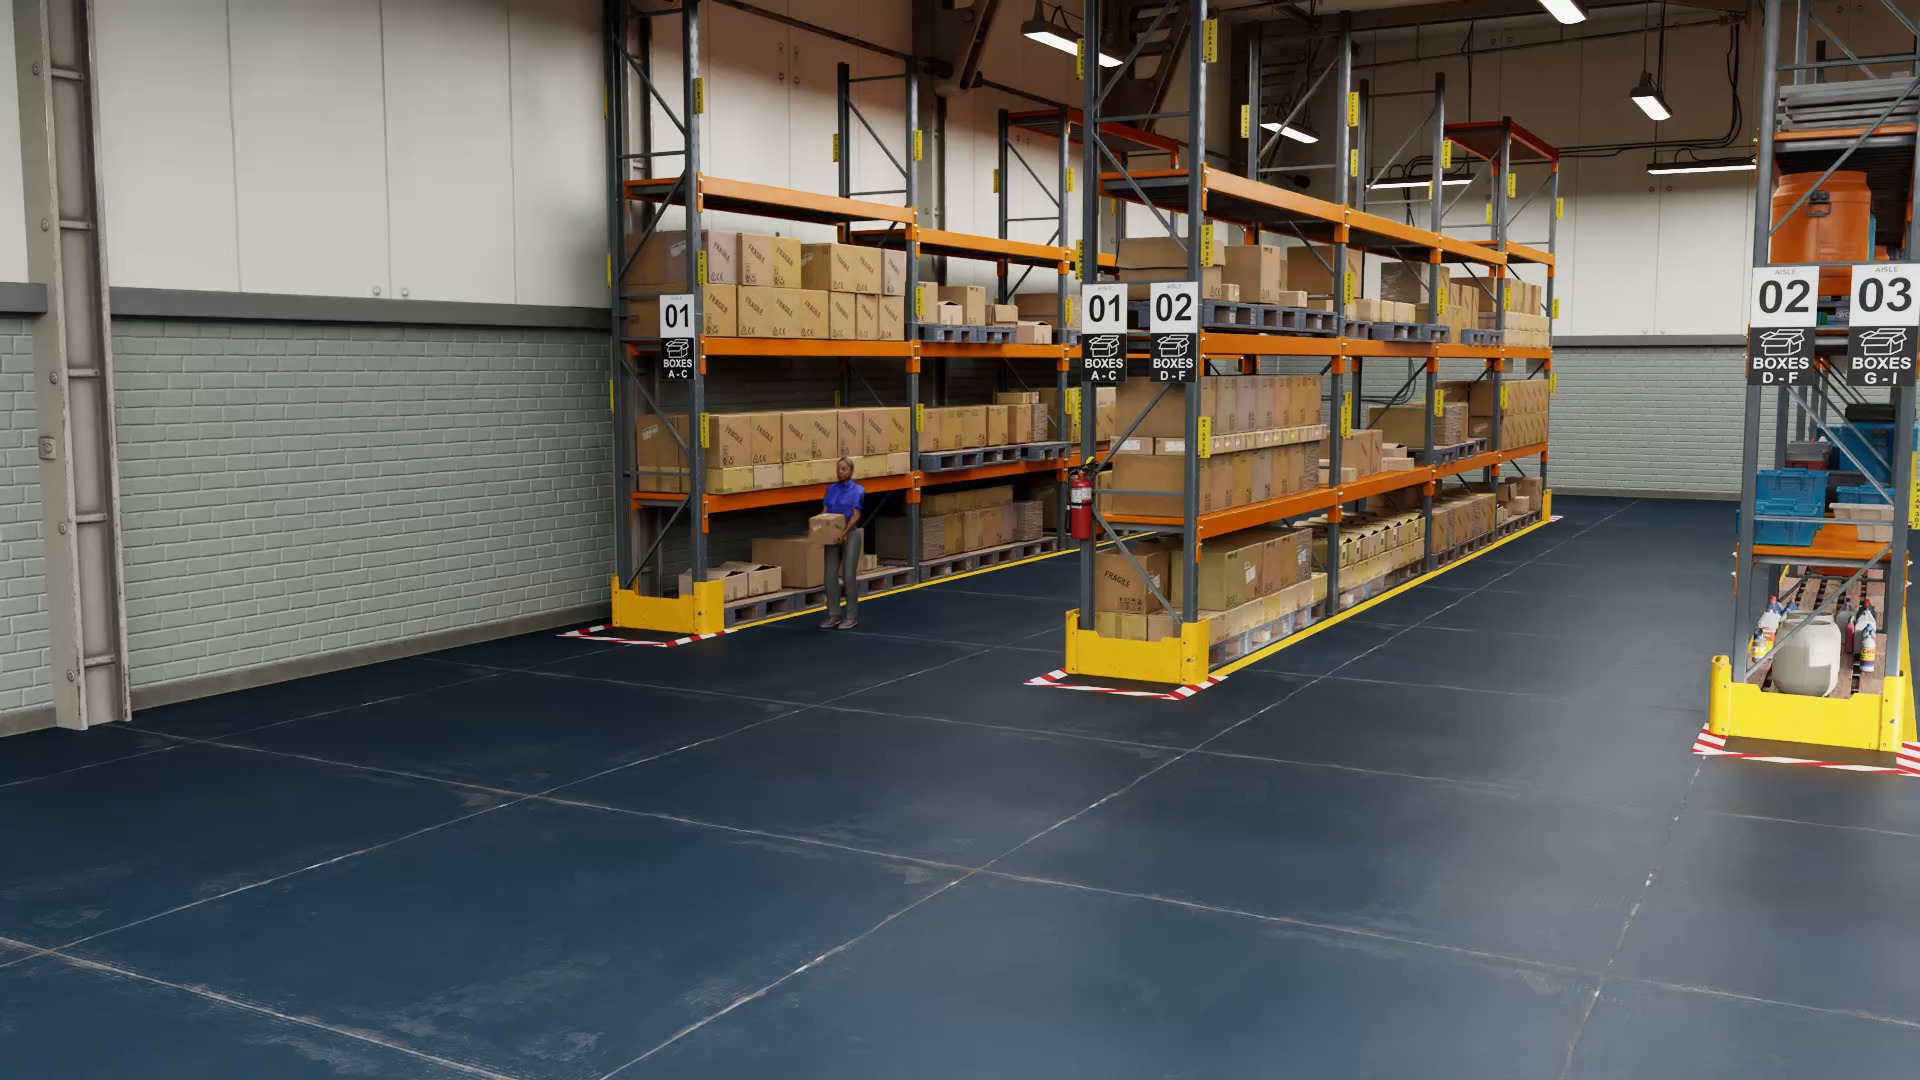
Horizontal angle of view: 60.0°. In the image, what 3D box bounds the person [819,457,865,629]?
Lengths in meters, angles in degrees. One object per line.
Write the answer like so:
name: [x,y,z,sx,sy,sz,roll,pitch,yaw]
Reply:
person: [-1.184,0.031,16.145,0.441,1.656,0.501,3,7,28]
